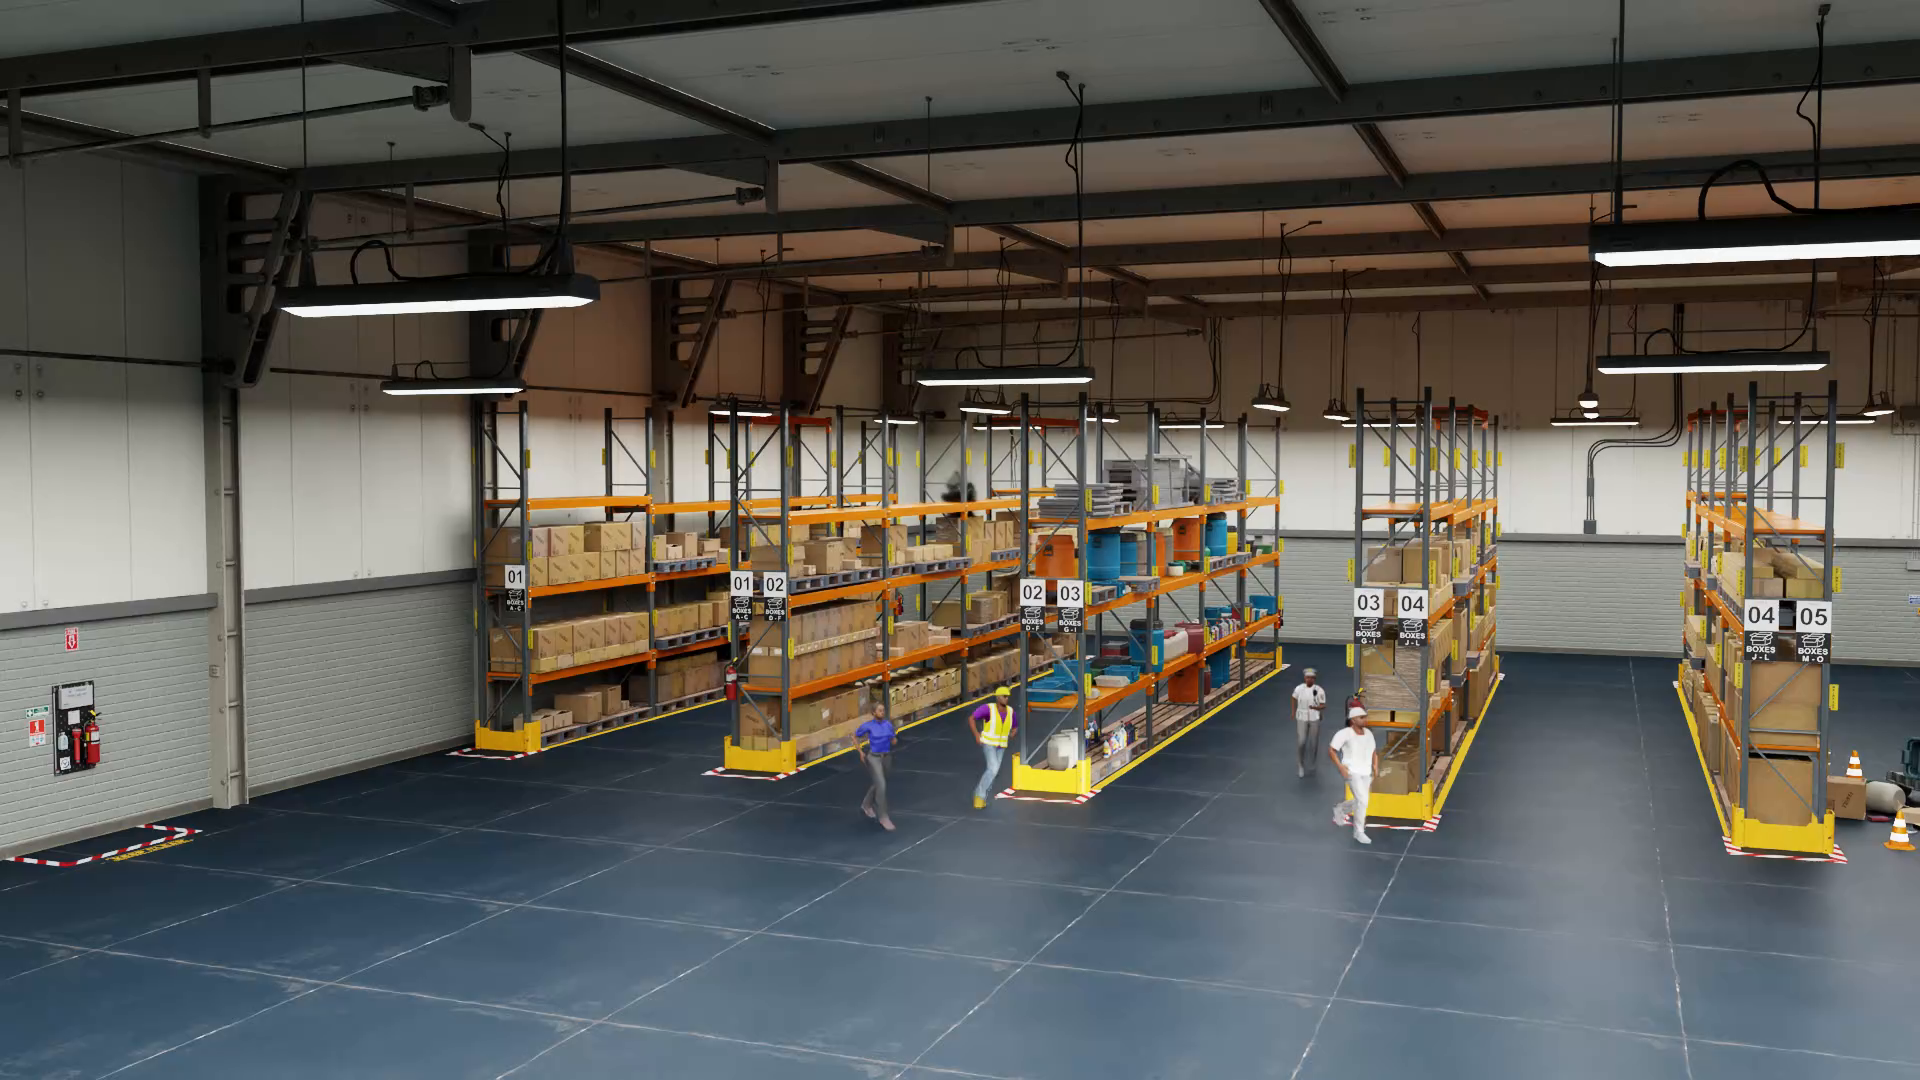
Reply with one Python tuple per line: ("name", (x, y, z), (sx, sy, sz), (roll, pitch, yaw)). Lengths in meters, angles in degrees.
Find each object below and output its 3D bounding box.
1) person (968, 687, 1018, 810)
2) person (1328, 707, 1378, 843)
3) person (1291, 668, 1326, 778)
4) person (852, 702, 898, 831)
("person", (0.497, 2.995, 24.029), (0.773, 1.756, 0.652), (-2, 3, -34))
("person", (5.226, 3.075, 21.998), (0.727, 1.738, 0.763), (-2, 3, -30))
("person", (5.500, 2.887, 26.270), (0.543, 1.736, 0.725), (1, 3, 11))
("person", (-1.122, 3.061, 22.716), (0.563, 1.675, 0.866), (-2, 4, -42))
